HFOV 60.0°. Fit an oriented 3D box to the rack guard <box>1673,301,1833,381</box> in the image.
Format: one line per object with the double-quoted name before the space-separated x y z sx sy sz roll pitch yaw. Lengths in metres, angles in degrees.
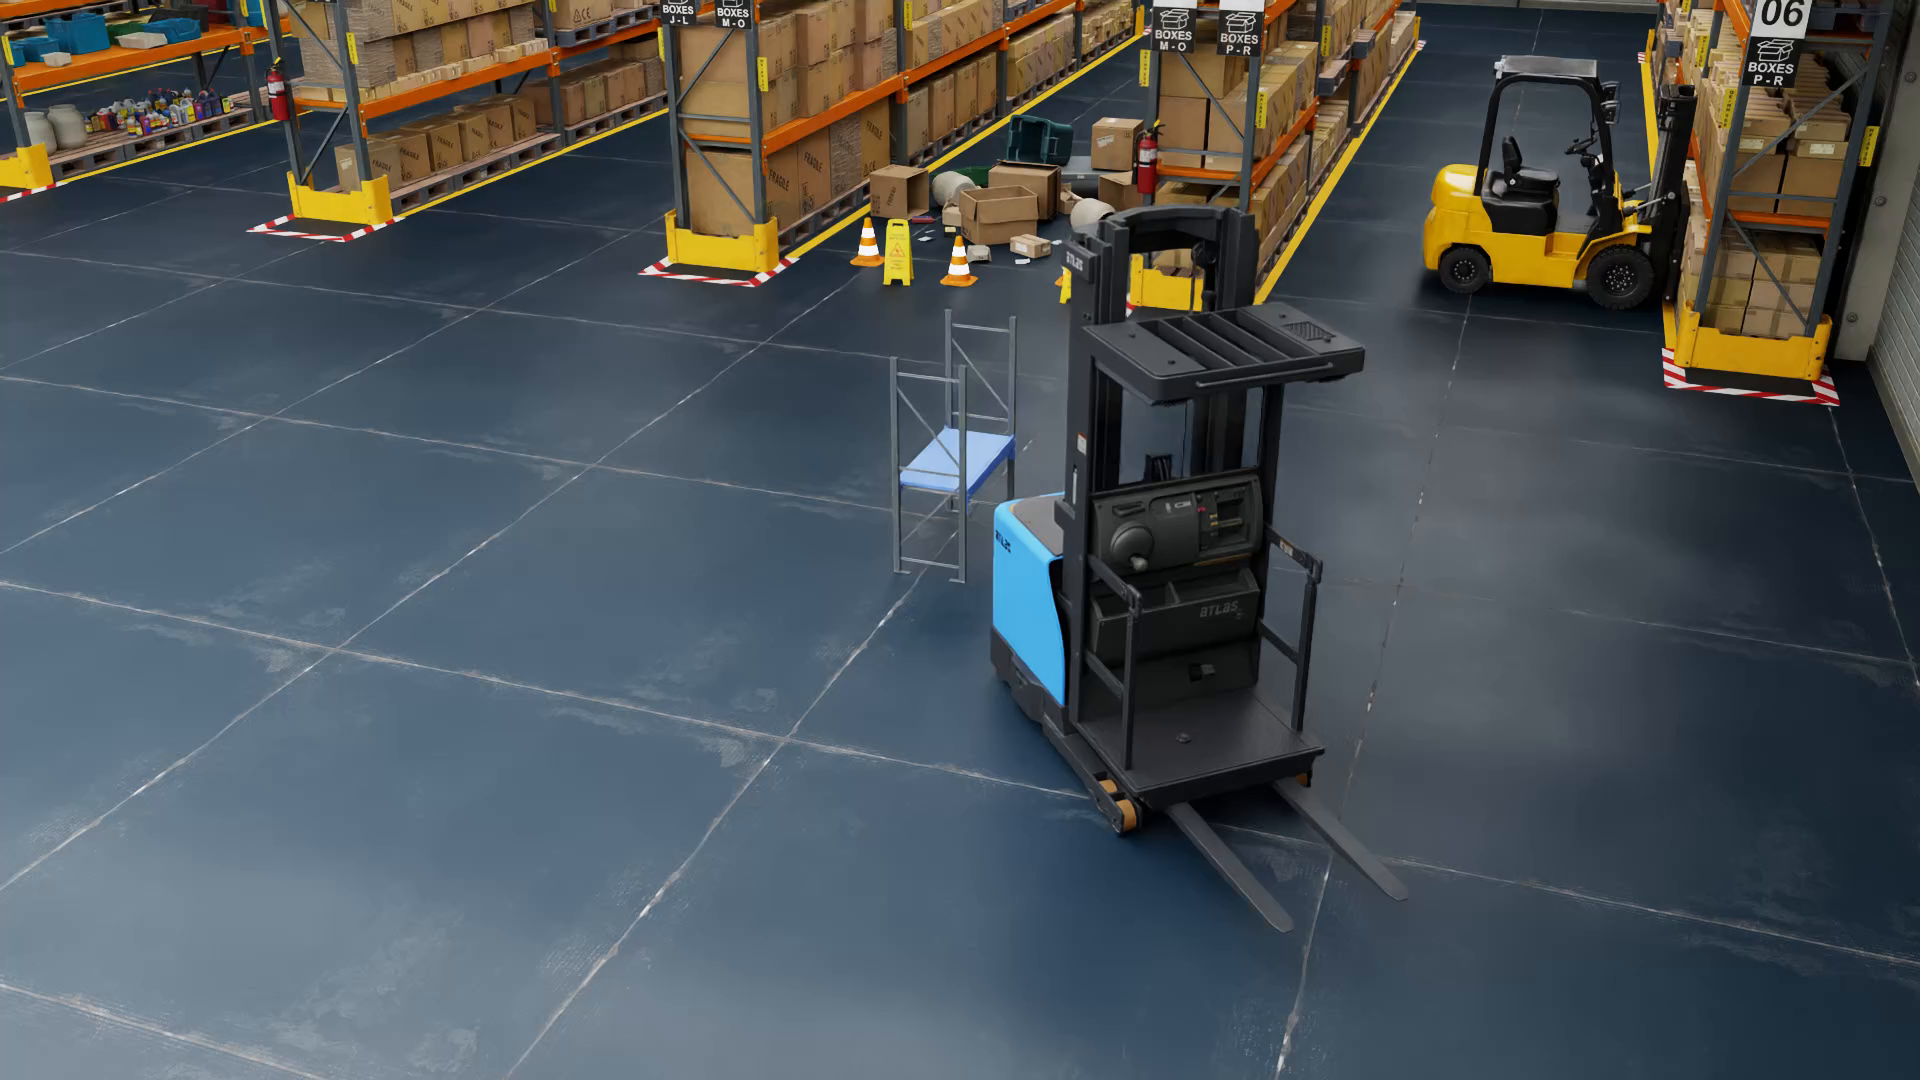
"rack guard" 6.898 -1.744 14.502 1.175 0.500 0.348 9 27 17

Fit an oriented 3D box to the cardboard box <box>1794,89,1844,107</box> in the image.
"cardboard box" 7.754 -3.975 15.041 0.380 0.149 0.250 8 27 16

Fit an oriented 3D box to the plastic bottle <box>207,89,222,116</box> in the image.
"plastic bottle" -10.403 -6.096 23.156 0.144 0.351 0.185 8 27 16

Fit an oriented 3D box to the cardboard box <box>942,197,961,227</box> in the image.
"cardboard box" 0.019 -3.713 18.838 0.396 0.266 0.258 14 29 26

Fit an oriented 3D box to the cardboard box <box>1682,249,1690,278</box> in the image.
"cardboard box" 6.950 -2.505 15.305 0.500 0.250 0.500 8 27 17

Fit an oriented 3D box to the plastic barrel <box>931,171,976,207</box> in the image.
"plastic barrel" -0.077 -4.069 19.392 0.421 0.421 0.512 -14 29 -27

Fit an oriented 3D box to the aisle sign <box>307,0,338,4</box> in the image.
"aisle sign" -6.859 -6.135 17.720 0.394 0.787 0.004 9 27 17

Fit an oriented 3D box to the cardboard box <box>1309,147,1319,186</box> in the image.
"cardboard box" 3.727 -4.463 19.783 0.950 0.372 0.625 9 27 18

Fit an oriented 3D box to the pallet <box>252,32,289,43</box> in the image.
"pallet" -13.108 -9.306 30.451 1.003 0.211 1.213 9 27 17

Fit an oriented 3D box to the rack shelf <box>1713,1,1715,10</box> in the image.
"rack shelf" 8.903 -6.371 18.573 1.077 0.370 4.000 9 27 17

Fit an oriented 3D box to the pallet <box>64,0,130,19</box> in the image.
"pallet" -17.327 -10.537 32.995 1.003 0.211 1.213 9 27 17

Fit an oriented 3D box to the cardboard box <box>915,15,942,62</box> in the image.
"cardboard box" -0.550 -6.347 21.025 0.500 0.500 0.500 9 27 18

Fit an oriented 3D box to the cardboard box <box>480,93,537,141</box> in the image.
"cardboard box" -5.961 -5.583 21.950 0.500 0.500 0.500 8 27 16

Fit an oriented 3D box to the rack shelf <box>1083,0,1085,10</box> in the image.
"rack shelf" 2.181 -9.703 28.897 1.077 0.370 4.000 9 27 17

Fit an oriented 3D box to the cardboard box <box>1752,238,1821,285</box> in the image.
"cardboard box" 7.245 -2.450 14.618 0.500 0.250 0.500 8 27 17

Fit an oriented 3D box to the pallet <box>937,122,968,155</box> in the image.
"pallet" -0.556 -5.493 22.577 1.003 0.211 1.213 9 27 17

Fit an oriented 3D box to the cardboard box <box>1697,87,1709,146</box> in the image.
"cardboard box" 7.686 -4.207 16.605 0.500 0.500 0.500 9 27 18

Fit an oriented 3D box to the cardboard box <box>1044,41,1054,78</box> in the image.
"cardboard box" 1.161 -7.507 25.923 0.500 0.500 0.500 8 27 16

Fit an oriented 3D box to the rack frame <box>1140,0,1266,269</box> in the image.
"rack frame" 2.224 -3.597 15.461 1.000 3.000 0.127 9 27 17

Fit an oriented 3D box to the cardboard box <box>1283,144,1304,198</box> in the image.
"cardboard box" 3.444 -4.039 18.185 0.500 0.500 0.500 9 27 18

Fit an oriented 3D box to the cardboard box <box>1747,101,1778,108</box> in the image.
"cardboard box" 6.941 -3.745 14.565 0.380 0.149 0.250 9 27 19

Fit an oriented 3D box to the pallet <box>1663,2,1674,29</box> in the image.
"pallet" 10.531 -7.411 23.559 1.003 0.211 1.213 9 27 17

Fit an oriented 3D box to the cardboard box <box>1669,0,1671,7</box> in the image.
"cardboard box" 10.528 -7.878 23.706 0.700 0.500 0.500 9 27 19

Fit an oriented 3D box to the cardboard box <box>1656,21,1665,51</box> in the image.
"cardboard box" 11.938 -8.282 27.519 0.797 0.503 0.637 8 27 15

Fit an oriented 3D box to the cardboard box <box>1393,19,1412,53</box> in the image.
"cardboard box" 7.127 -8.545 28.138 0.875 0.438 0.875 9 27 19

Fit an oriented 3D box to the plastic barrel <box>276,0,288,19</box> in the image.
"plastic barrel" -9.935 -7.819 24.024 0.433 0.535 0.433 0 26 0

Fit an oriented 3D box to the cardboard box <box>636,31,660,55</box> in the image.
"cardboard box" -4.653 -7.453 24.927 0.500 0.250 0.500 10 28 20

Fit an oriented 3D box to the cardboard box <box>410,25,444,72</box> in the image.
"cardboard box" -6.652 -5.857 19.673 0.875 0.500 0.500 9 27 17

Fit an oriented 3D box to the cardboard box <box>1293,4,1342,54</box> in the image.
"cardboard box" 4.148 -5.966 19.415 0.500 0.500 0.500 9 27 18

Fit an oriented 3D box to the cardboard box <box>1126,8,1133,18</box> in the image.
"cardboard box" 2.941 -9.630 30.369 0.380 0.149 0.250 8 27 16

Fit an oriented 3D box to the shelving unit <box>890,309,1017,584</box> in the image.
"shelving unit" -0.028 -0.640 11.074 0.538 1.500 1.048 9 27 17

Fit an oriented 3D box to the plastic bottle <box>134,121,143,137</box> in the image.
"plastic bottle" -10.860 -5.433 21.960 0.097 0.201 0.097 0 26 0

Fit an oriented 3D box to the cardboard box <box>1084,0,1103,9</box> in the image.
"cardboard box" 2.374 -9.725 30.225 0.380 0.149 0.250 9 27 18

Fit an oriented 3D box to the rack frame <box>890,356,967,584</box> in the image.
"rack frame" -0.198 -0.431 10.643 0.500 1.500 0.032 9 27 17

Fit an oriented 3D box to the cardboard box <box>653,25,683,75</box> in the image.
"cardboard box" -4.210 -7.835 26.170 1.225 0.875 0.875 7 27 15

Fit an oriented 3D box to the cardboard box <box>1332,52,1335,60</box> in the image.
"cardboard box" 4.276 -5.827 19.872 0.380 0.149 0.250 9 27 18

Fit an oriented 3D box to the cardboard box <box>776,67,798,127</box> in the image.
"cardboard box" -2.234 -4.729 17.627 0.875 0.550 0.550 9 27 17

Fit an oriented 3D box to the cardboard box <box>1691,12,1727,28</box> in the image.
"cardboard box" 9.097 -6.305 20.195 0.380 0.149 0.250 9 27 19

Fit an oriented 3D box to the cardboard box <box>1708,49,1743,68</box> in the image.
"cardboard box" 7.851 -4.906 16.963 0.380 0.149 0.250 9 27 18

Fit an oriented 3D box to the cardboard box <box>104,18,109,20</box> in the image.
"cardboard box" -14.417 -8.574 27.770 0.500 0.311 0.500 8 27 16

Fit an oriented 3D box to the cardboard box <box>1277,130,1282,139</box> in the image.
"cardboard box" 3.097 -4.227 17.050 0.380 0.149 0.250 8 27 16

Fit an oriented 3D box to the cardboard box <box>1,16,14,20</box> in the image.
"cardboard box" -18.103 -9.981 30.632 0.750 0.750 0.750 8 27 17

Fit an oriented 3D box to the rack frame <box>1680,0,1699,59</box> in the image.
"rack frame" 9.568 -6.166 20.767 1.000 3.000 0.127 9 27 17

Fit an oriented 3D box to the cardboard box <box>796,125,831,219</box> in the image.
"cardboard box" -2.023 -4.156 18.572 0.875 0.875 0.875 8 27 17

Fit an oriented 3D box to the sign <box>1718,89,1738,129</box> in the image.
"sign" 6.399 -3.591 13.848 0.100 0.325 0.005 9 27 17

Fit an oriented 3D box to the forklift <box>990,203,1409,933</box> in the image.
"forklift" 1.188 -0.045 8.204 1.130 2.935 3.031 -10 27 -19

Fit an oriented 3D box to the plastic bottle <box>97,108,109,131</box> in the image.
"plastic bottle" -11.484 -5.643 22.306 0.152 0.276 0.135 9 27 18

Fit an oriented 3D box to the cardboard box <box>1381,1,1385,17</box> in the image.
"cardboard box" 5.949 -7.826 24.368 0.500 0.250 0.500 8 27 16

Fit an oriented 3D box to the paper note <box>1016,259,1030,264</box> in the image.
"paper note" 0.662 -2.938 17.506 0.148 0.019 0.142 0 26 -1

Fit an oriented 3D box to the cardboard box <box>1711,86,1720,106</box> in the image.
"cardboard box" 7.430 -4.245 15.940 0.380 0.149 0.250 8 27 16

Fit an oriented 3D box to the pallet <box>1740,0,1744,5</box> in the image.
"pallet" 7.570 -4.979 14.974 1.003 0.211 1.213 9 27 17

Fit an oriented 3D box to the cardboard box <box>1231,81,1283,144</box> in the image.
"cardboard box" 2.813 -4.144 16.134 0.500 0.500 0.500 10 27 19

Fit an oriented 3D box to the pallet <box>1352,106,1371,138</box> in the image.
"pallet" 5.220 -5.943 23.505 1.003 0.211 1.213 9 27 17

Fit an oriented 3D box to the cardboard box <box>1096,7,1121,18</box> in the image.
"cardboard box" 2.623 -9.332 29.413 0.380 0.149 0.250 10 28 19

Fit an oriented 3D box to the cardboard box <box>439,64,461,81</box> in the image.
"cardboard box" -6.211 -5.606 19.898 0.380 0.149 0.250 9 27 17
